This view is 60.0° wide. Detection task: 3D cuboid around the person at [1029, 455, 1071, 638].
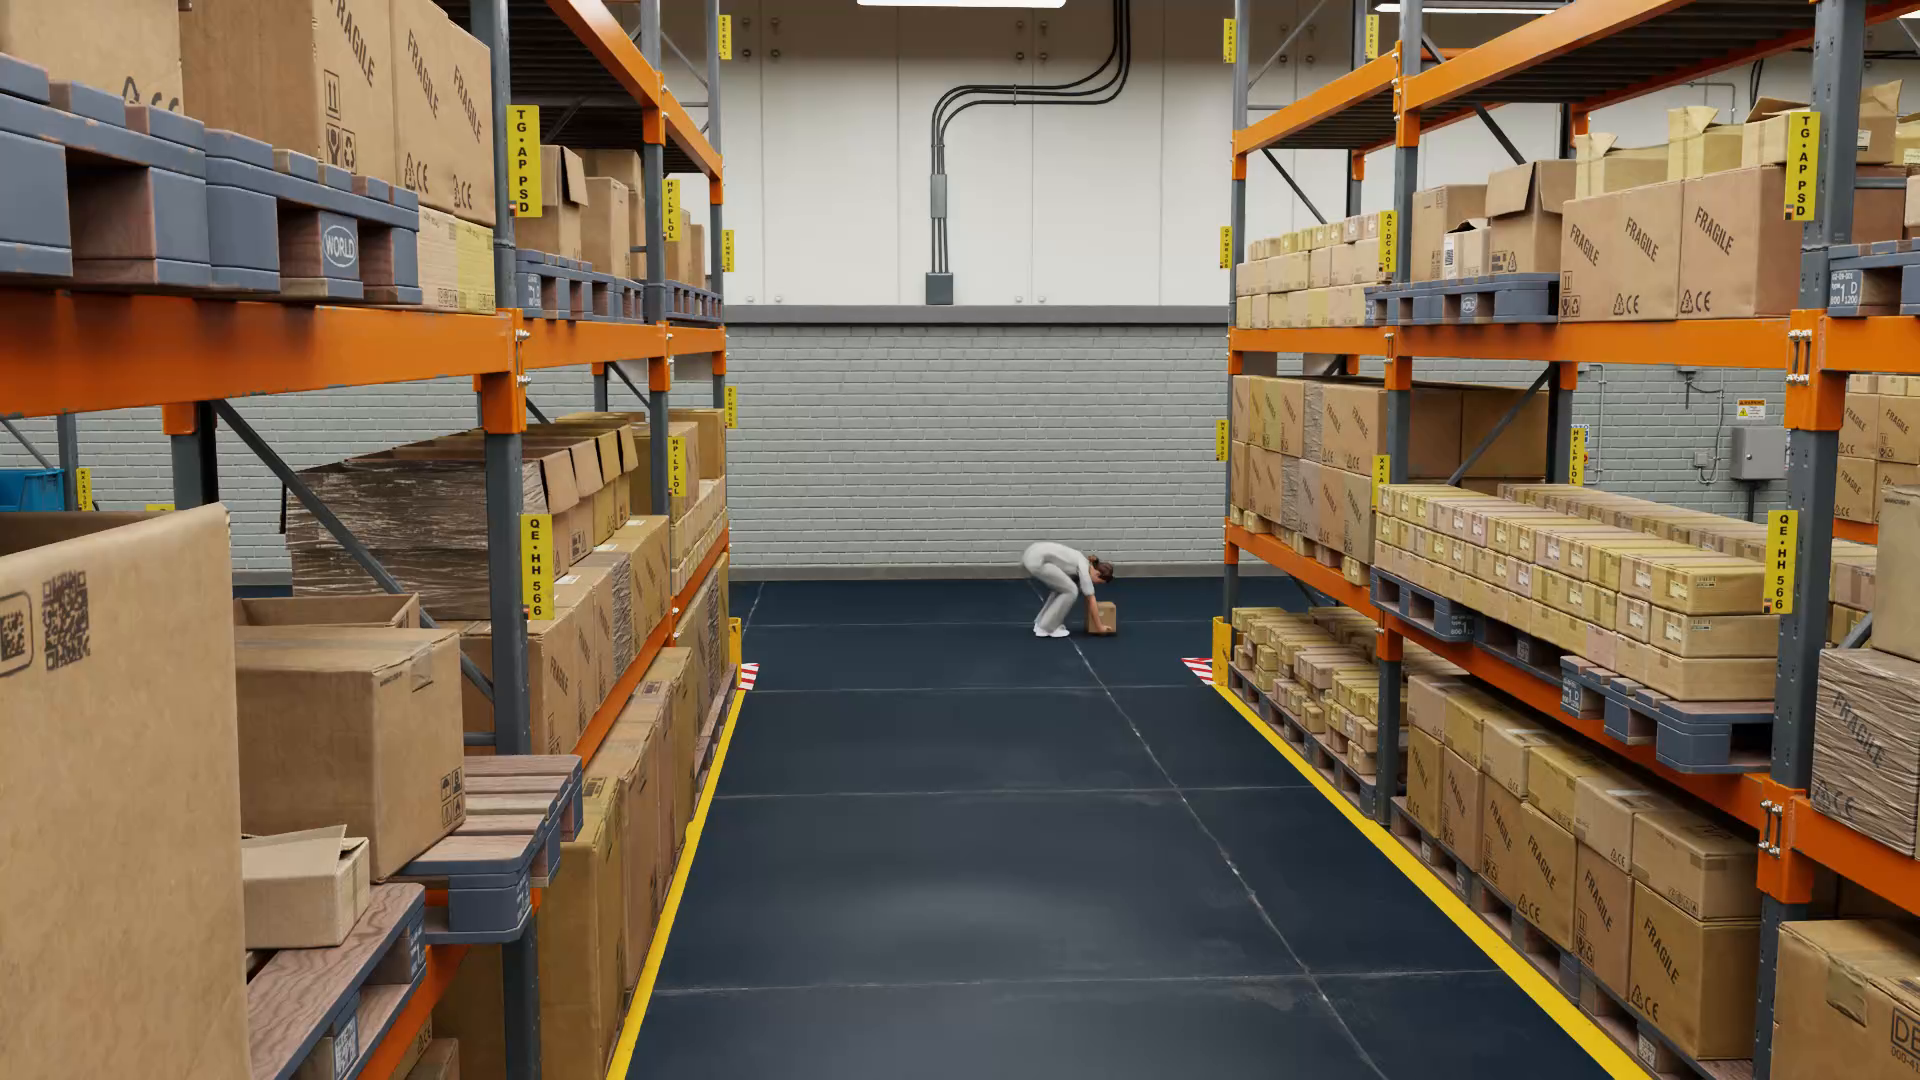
[{"bbox_3d":[0.824,0.048,15.360,0.359,1.673,0.489,-1,7,-6],"label":"person"}]
